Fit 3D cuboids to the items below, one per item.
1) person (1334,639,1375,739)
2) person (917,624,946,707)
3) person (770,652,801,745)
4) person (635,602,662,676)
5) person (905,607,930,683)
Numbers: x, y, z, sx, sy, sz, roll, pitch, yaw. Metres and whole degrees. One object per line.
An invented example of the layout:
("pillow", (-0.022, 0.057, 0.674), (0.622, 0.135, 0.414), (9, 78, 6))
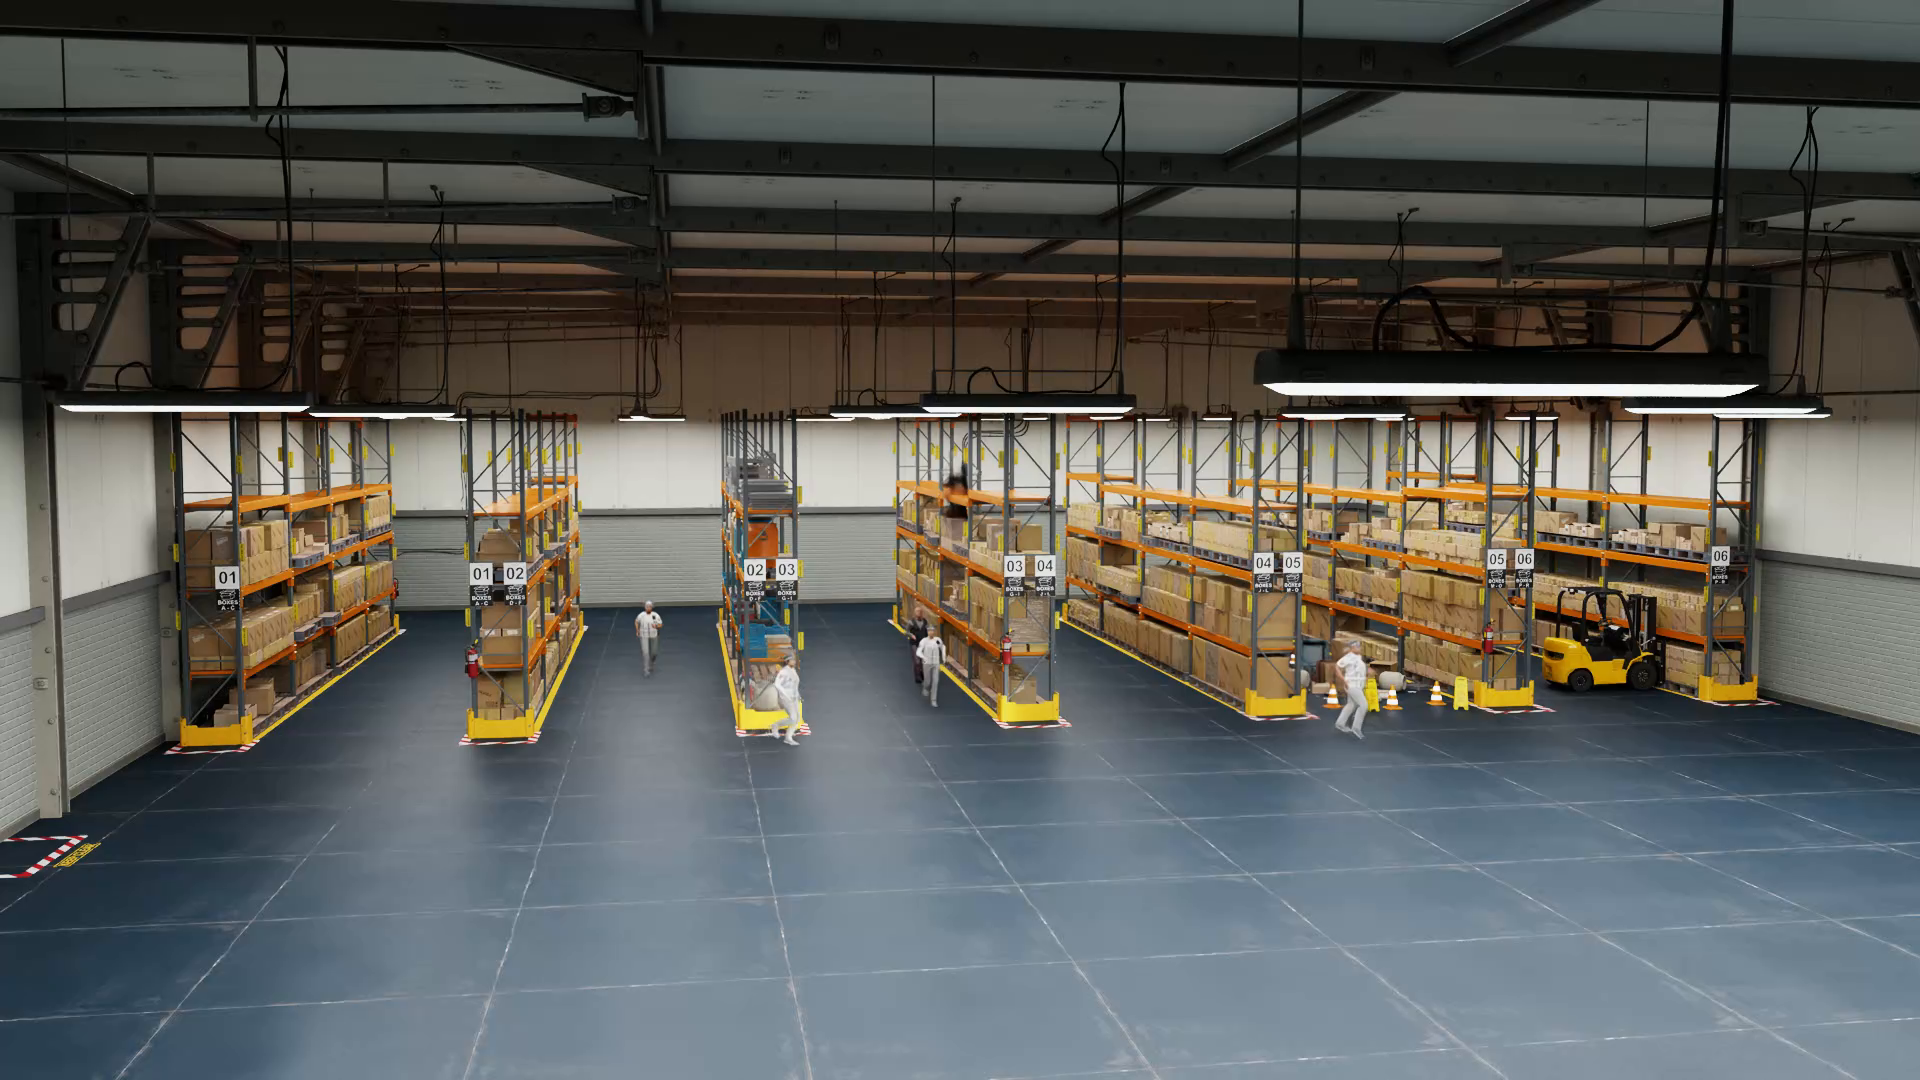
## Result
("person", (7.229, 2.723, 30.473), (0.767, 1.850, 0.631), (2, 5, 30))
("person", (-0.563, 2.527, 33.801), (0.630, 1.656, 0.949), (-1, 4, -9))
("person", (-3.123, 2.835, 29.765), (0.521, 1.673, 0.640), (2, 4, 22))
("person", (-7.112, 2.226, 38.019), (0.610, 1.647, 0.940), (-1, 4, -15))
("person", (-0.880, 2.324, 36.599), (0.651, 1.675, 0.583), (-1, 4, -14))
